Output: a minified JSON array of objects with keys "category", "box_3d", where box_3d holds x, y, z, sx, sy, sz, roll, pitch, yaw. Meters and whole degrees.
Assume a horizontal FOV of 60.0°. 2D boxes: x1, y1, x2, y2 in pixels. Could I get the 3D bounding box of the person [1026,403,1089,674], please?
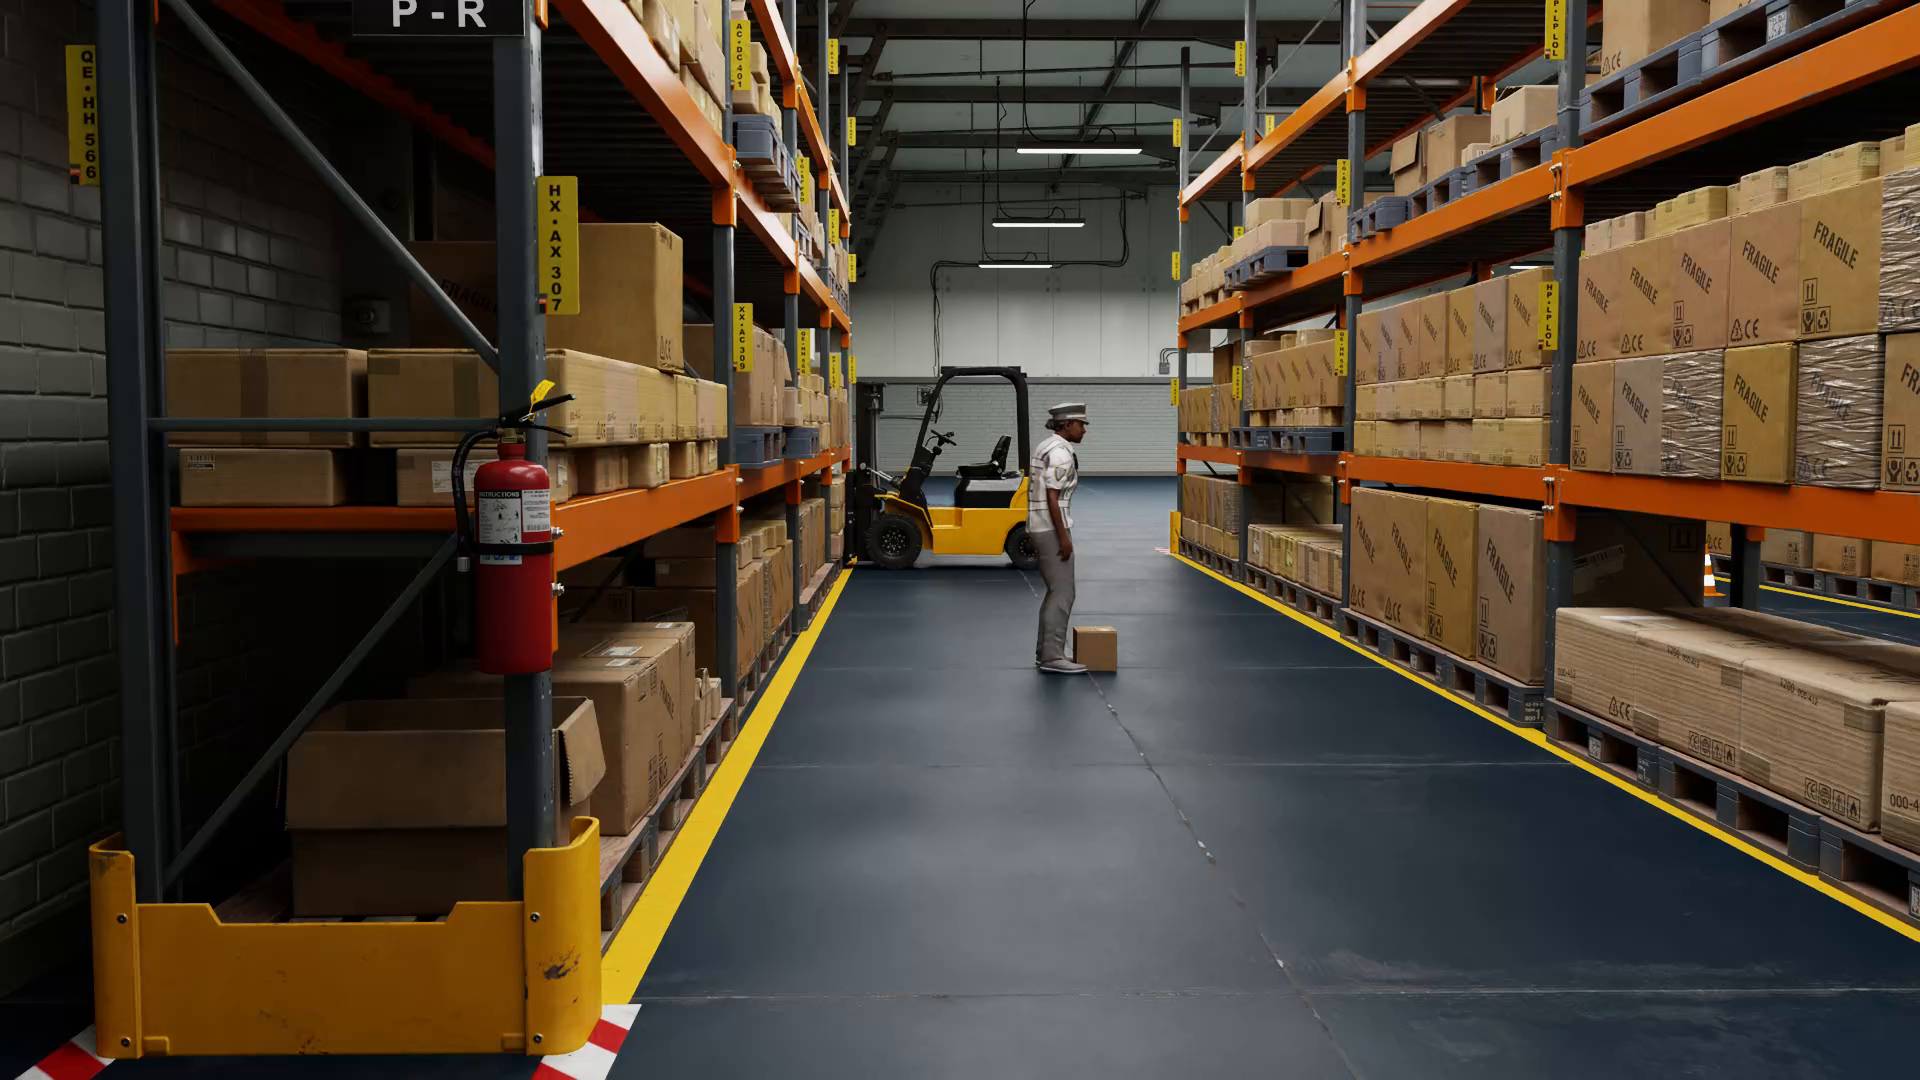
[{"category":"person","box_3d":[0.607,-0.021,10.328,0.393,1.657,0.505,0,4,0]}]
